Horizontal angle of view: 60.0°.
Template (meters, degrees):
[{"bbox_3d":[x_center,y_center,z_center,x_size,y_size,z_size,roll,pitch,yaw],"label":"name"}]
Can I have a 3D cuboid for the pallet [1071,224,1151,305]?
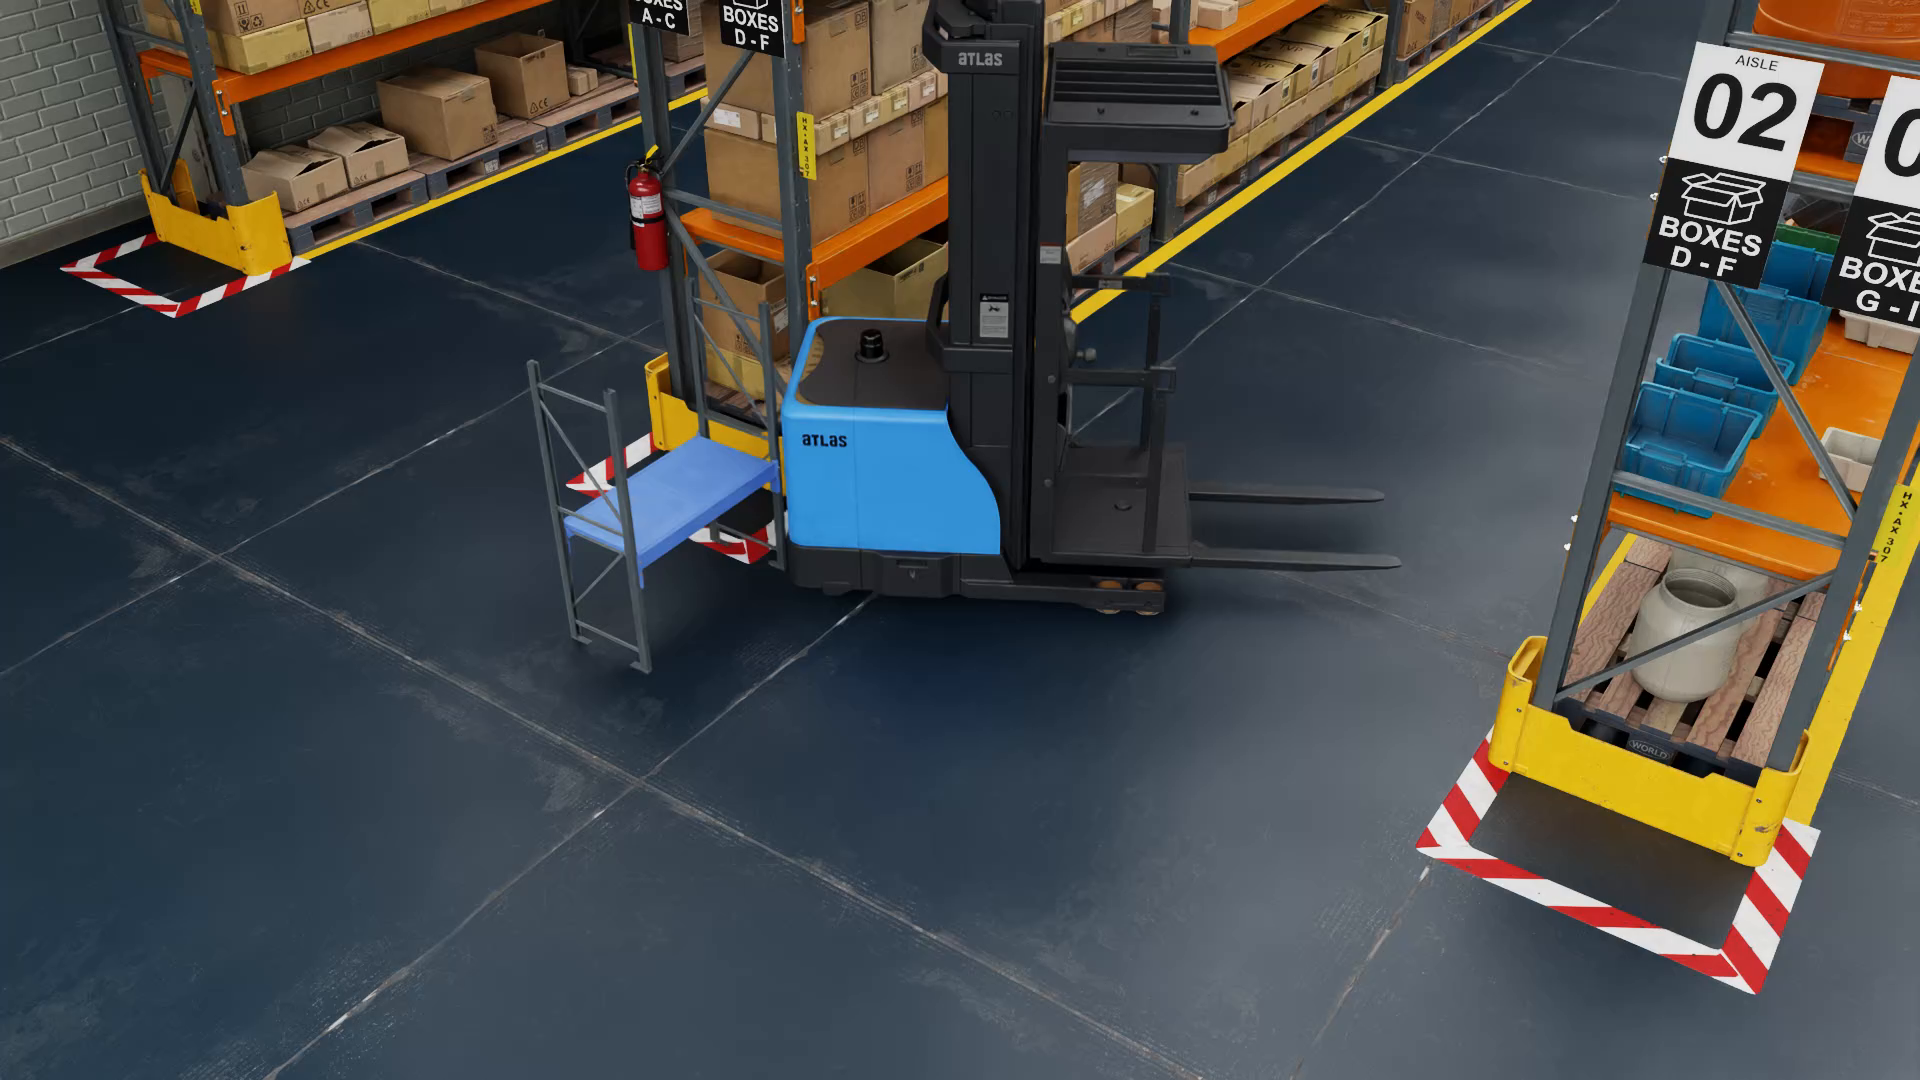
[{"bbox_3d":[0.598,-2.028,11.561,1.003,0.211,1.213,21,39,28],"label":"pallet"}]

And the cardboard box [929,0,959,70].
[{"bbox_3d":[-0.306,-2.985,9.239,0.700,0.500,0.500,21,40,28],"label":"cardboard box"}]

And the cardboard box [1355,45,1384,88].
[{"bbox_3d":[3.267,-4.092,14.202,0.500,0.250,0.500,22,40,29],"label":"cardboard box"}]

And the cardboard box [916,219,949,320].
[{"bbox_3d":[-0.148,-1.681,9.969,0.500,0.500,0.500,21,39,28],"label":"cardboard box"}]

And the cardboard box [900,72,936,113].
[{"bbox_3d":[-0.357,-2.469,9.055,0.380,0.149,0.250,21,39,28],"label":"cardboard box"}]

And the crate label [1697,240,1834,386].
[{"bbox_3d":[3.699,-1.059,7.607,0.502,0.435,0.616,21,39,28],"label":"crate label"}]

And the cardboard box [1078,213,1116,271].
[{"bbox_3d":[0.708,-2.061,11.199,0.500,0.250,0.500,21,39,28],"label":"cardboard box"}]

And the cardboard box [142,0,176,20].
[{"bbox_3d":[-5.173,-3.817,11.164,0.500,0.500,0.500,21,39,28],"label":"cardboard box"}]

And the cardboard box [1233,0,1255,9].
[{"bbox_3d":[1.837,-4.168,12.146,0.500,0.500,0.500,24,41,31],"label":"cardboard box"}]

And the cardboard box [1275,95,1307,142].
[{"bbox_3d":[2.396,-3.385,13.158,0.500,0.250,0.500,22,40,29],"label":"cardboard box"}]

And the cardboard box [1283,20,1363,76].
[{"bbox_3d":[2.979,-4.083,13.689,0.500,0.311,0.500,21,39,28],"label":"cardboard box"}]

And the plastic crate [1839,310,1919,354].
[{"bbox_3d":[4.435,-1.015,7.808,0.530,0.136,0.437,21,39,28],"label":"plastic crate"}]

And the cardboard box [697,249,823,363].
[{"bbox_3d":[-1.134,-1.382,9.527,0.500,0.500,0.500,21,39,28],"label":"cardboard box"}]

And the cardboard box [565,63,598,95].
[{"bbox_3d":[-3.266,-3.869,13.930,0.380,0.166,0.250,16,37,22],"label":"cardboard box"}]

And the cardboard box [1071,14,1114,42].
[{"bbox_3d":[0.543,-3.126,10.606,0.700,0.500,0.500,21,39,28],"label":"cardboard box"}]

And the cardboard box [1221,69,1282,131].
[{"bbox_3d":[2.110,-3.381,12.651,0.500,0.311,0.500,20,39,27],"label":"cardboard box"}]

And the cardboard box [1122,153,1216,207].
[{"bbox_3d":[1.519,-2.677,12.111,0.500,0.250,0.500,20,39,27],"label":"cardboard box"}]

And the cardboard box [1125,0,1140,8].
[{"bbox_3d":[0.964,-3.539,10.638,0.380,0.149,0.250,20,39,27],"label":"cardboard box"}]

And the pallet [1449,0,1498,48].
[{"bbox_3d":[4.519,-5.112,16.121,1.003,0.211,1.213,21,39,28],"label":"pallet"}]

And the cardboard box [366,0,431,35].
[{"bbox_3d":[-4.148,-3.821,11.839,0.500,0.250,0.500,21,39,27],"label":"cardboard box"}]

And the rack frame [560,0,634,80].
[{"bbox_3d":[-2.986,-5.116,13.638,1.000,3.000,0.127,21,39,28],"label":"rack frame"}]

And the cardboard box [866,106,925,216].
[{"bbox_3d":[-0.623,-2.190,9.222,0.700,0.500,0.500,22,40,29],"label":"cardboard box"}]

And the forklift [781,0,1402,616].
[{"bbox_3d":[0.685,-1.151,7.836,3.031,2.935,1.130,2,34,4],"label":"forklift"}]

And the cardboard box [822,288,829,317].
[{"bbox_3d":[-0.857,-1.305,10.082,0.500,0.250,0.500,21,39,28],"label":"cardboard box"}]

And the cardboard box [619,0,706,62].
[{"bbox_3d":[-2.580,-4.607,14.724,0.700,0.500,0.500,23,40,30],"label":"cardboard box"}]

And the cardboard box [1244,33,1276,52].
[{"bbox_3d":[2.241,-4.018,13.593,0.500,0.311,0.500,20,39,27],"label":"cardboard box"}]

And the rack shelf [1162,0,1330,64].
[{"bbox_3d":[2.226,-4.158,12.863,1.077,0.370,4.000,21,39,28],"label":"rack shelf"}]

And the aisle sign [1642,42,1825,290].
[{"bbox_3d":[2.587,-1.250,5.600,0.394,0.787,0.004,21,39,28],"label":"aisle sign"}]

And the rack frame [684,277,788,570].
[{"bbox_3d":[-1.099,-0.551,8.225,0.500,1.500,0.032,21,39,28],"label":"rack frame"}]

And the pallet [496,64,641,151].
[{"bbox_3d":[-3.340,-3.641,13.945,1.003,0.211,1.213,21,39,28],"label":"pallet"}]

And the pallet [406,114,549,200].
[{"bbox_3d":[-4.035,-3.077,13.112,1.003,0.211,1.213,21,39,28],"label":"pallet"}]

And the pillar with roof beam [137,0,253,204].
[{"bbox_3d":[-2.042,-4.984,8.087,9.100,9.000,0.400,21,39,28],"label":"pillar with roof beam"}]

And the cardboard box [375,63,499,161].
[{"bbox_3d":[-4.014,-3.296,12.785,0.700,0.500,0.500,19,38,25],"label":"cardboard box"}]

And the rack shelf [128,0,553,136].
[{"bbox_3d":[-4.126,-3.898,12.479,1.077,0.370,4.000,21,39,28],"label":"rack shelf"}]

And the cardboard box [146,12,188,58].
[{"bbox_3d":[-5.159,-3.499,11.362,0.500,0.250,0.500,22,40,29],"label":"cardboard box"}]

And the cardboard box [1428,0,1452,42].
[{"bbox_3d":[4.155,-4.884,15.134,0.500,0.500,0.500,20,39,27],"label":"cardboard box"}]

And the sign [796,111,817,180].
[{"bbox_3d":[-0.742,-1.906,8.048,0.100,0.325,0.005,21,39,28],"label":"sign"}]

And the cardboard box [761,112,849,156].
[{"bbox_3d":[-0.794,-2.117,8.534,0.380,0.149,0.250,21,39,28],"label":"cardboard box"}]

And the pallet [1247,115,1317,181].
[{"bbox_3d":[2.169,-3.296,13.436,1.003,0.211,1.213,21,39,28],"label":"pallet"}]

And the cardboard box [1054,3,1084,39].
[{"bbox_3d":[0.525,-3.185,10.113,0.380,0.149,0.250,21,39,28],"label":"cardboard box"}]

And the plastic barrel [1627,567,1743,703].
[{"bbox_3d":[3.185,0.418,7.300,0.421,0.512,0.421,0,34,0],"label":"plastic barrel"}]

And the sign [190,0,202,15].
[{"bbox_3d":[-4.821,-3.461,10.417,0.100,0.325,0.005,21,39,28],"label":"sign"}]

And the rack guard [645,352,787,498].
[{"bbox_3d":[-1.209,-0.649,9.263,1.175,0.500,0.348,21,39,28],"label":"rack guard"}]

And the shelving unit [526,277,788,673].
[{"bbox_3d":[-1.382,-0.314,7.876,0.538,1.500,1.048,21,39,28],"label":"shelving unit"}]
